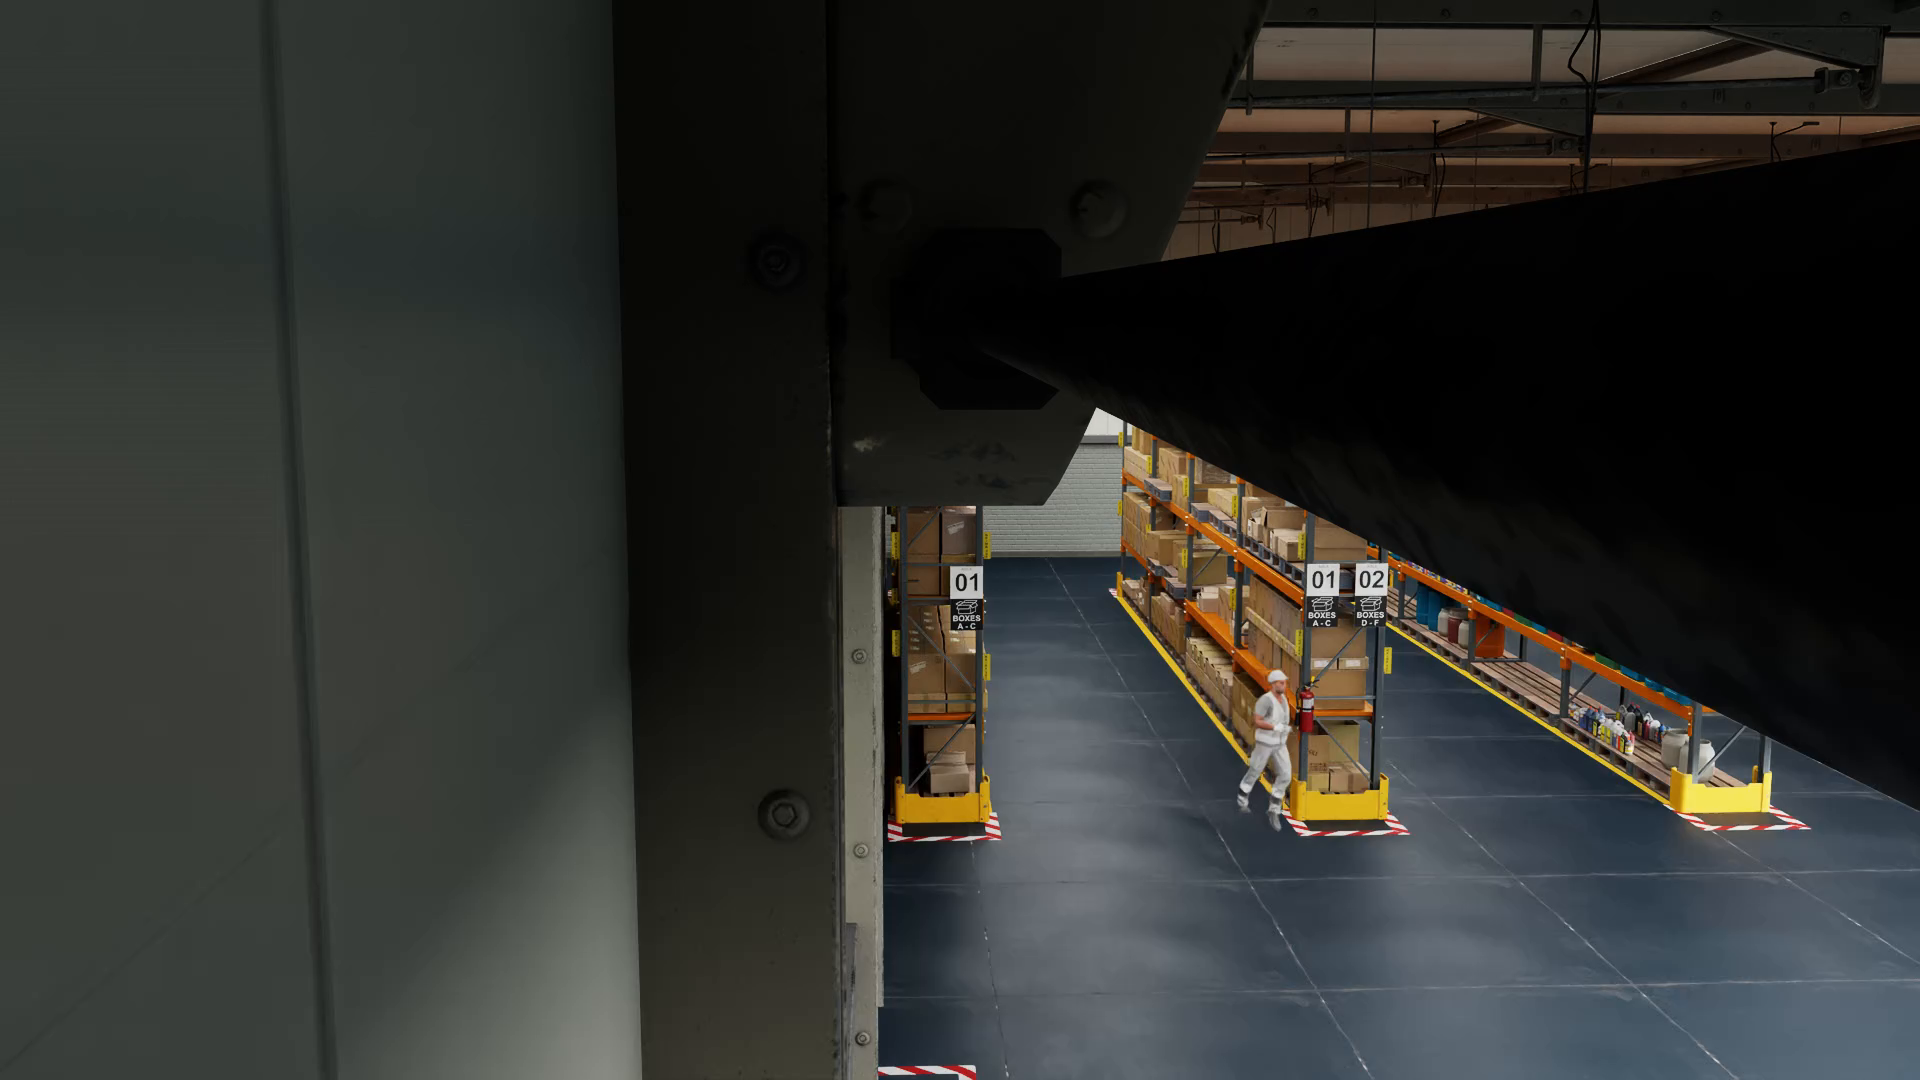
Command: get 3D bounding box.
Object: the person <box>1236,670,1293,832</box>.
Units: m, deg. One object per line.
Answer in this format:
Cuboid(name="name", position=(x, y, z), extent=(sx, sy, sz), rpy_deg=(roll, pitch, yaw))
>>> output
Cuboid(name="person", position=(3.676, 2.453, 19.659), extent=(0.712, 1.869, 0.721), rpy_deg=(-6, 10, -38))
